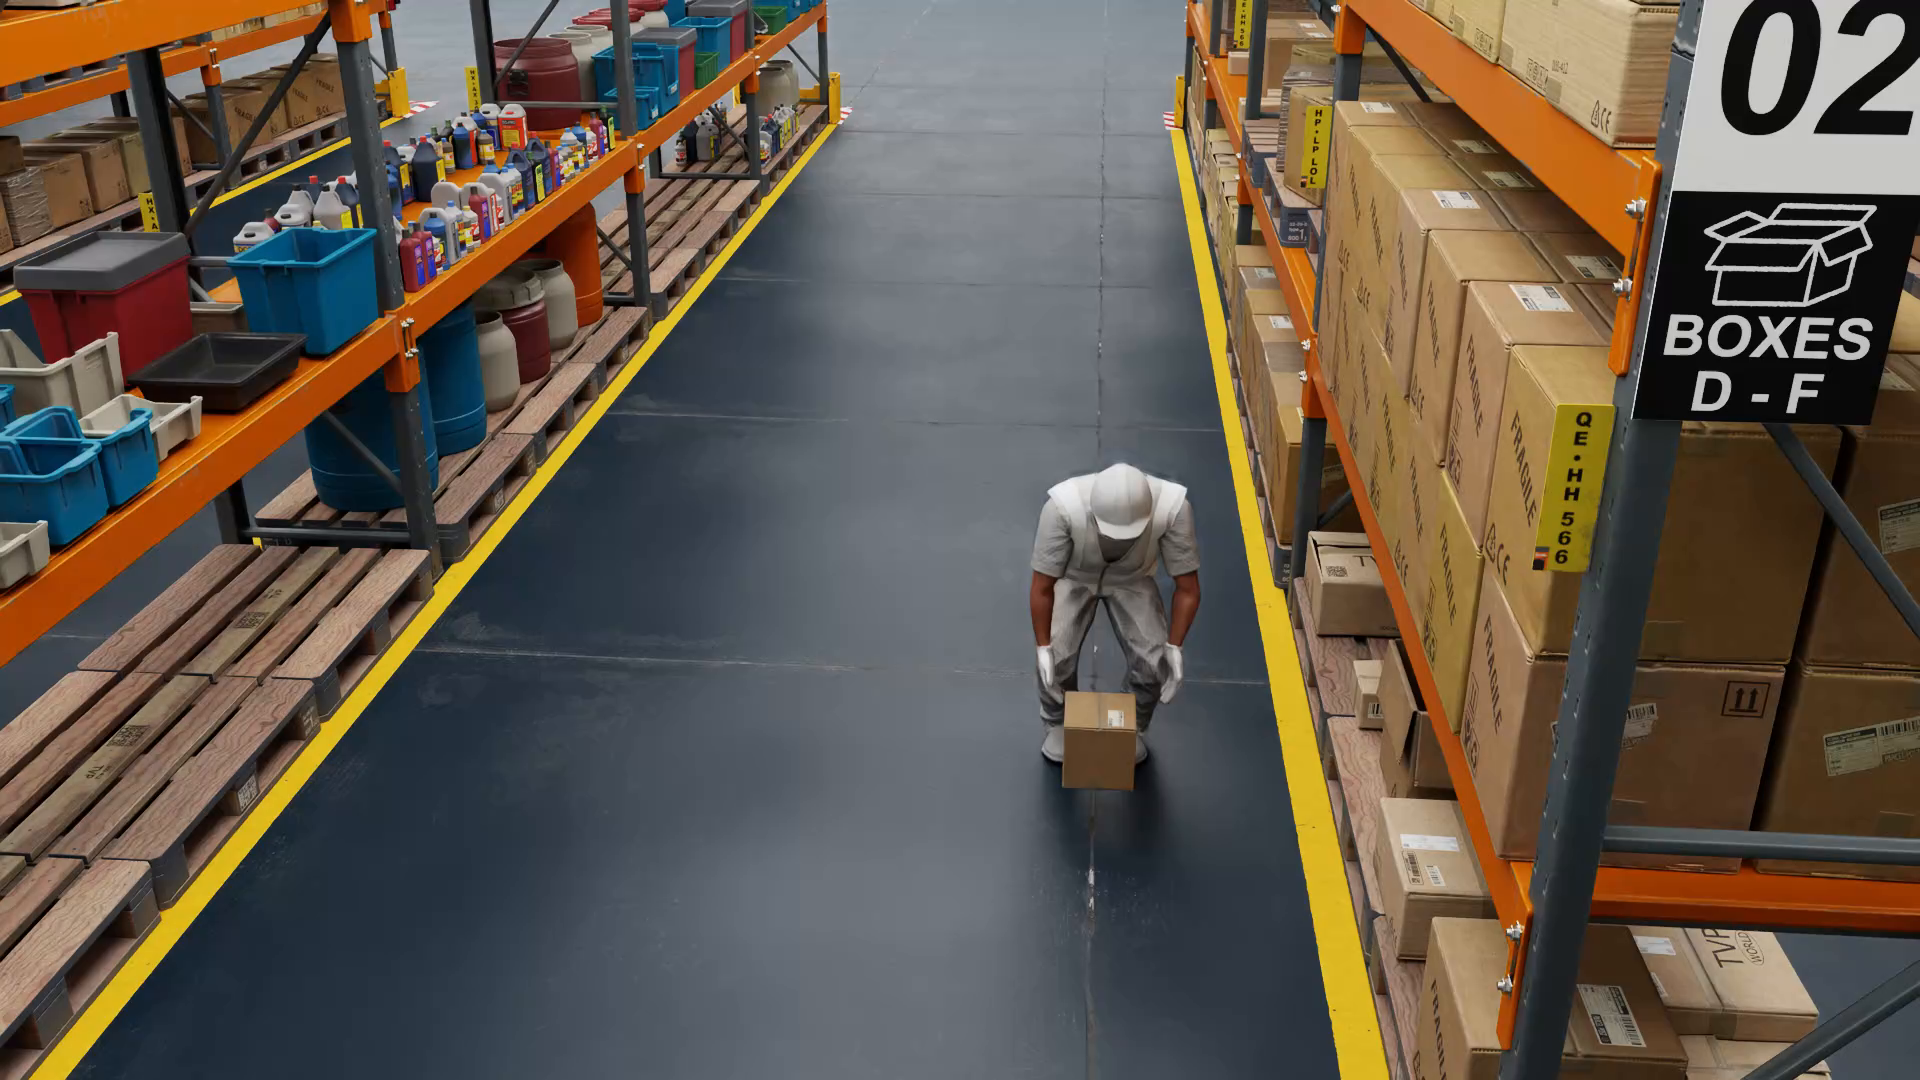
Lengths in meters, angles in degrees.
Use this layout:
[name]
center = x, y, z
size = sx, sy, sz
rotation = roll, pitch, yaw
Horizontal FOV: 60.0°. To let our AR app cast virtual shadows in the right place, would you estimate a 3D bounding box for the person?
[person]
center = 0.566, 0.233, 6.126
size = 0.611, 1.322, 0.813
rotation = 2, 24, 4
